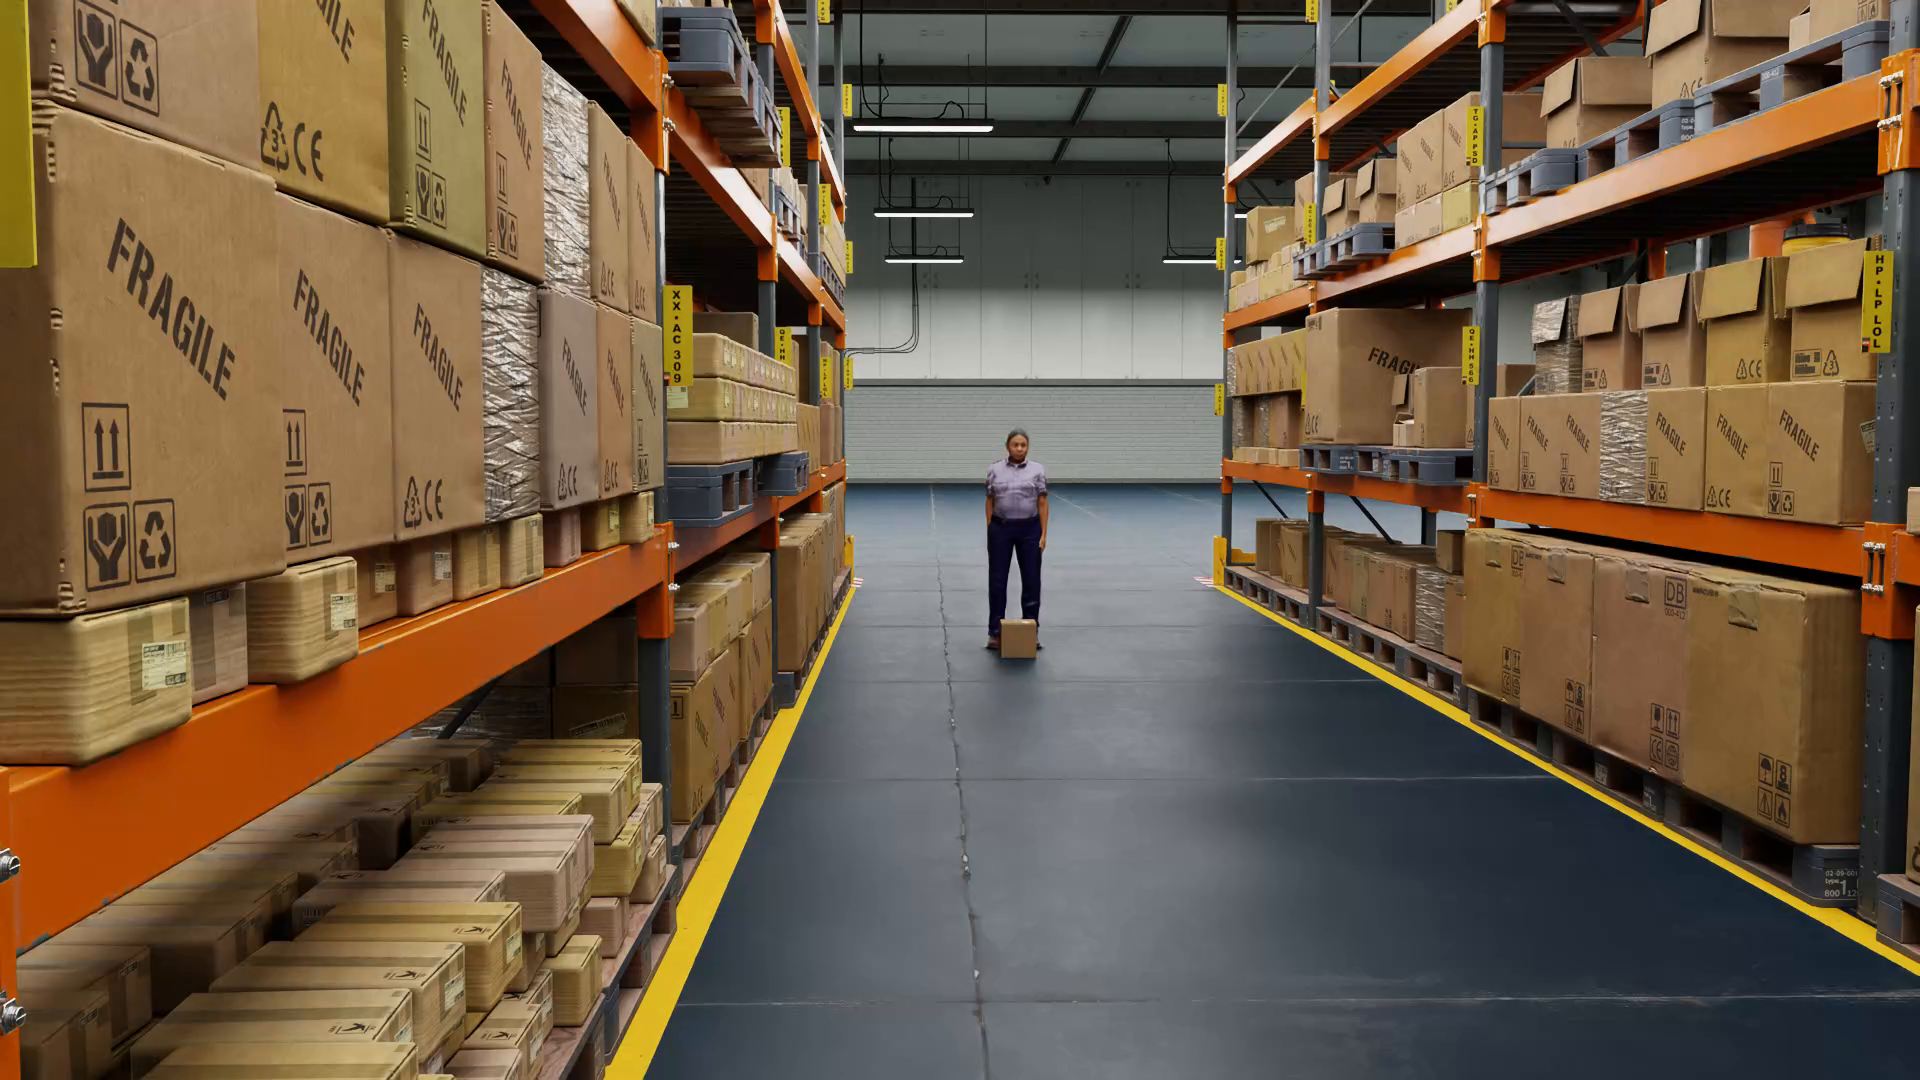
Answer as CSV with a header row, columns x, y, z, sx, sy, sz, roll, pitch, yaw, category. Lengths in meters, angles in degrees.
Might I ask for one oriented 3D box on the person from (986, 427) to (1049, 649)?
x,y,z,sx,sy,sz,roll,pitch,yaw,category
0.426,-0.015,12.381,0.469,1.645,0.342,0,4,0,person
